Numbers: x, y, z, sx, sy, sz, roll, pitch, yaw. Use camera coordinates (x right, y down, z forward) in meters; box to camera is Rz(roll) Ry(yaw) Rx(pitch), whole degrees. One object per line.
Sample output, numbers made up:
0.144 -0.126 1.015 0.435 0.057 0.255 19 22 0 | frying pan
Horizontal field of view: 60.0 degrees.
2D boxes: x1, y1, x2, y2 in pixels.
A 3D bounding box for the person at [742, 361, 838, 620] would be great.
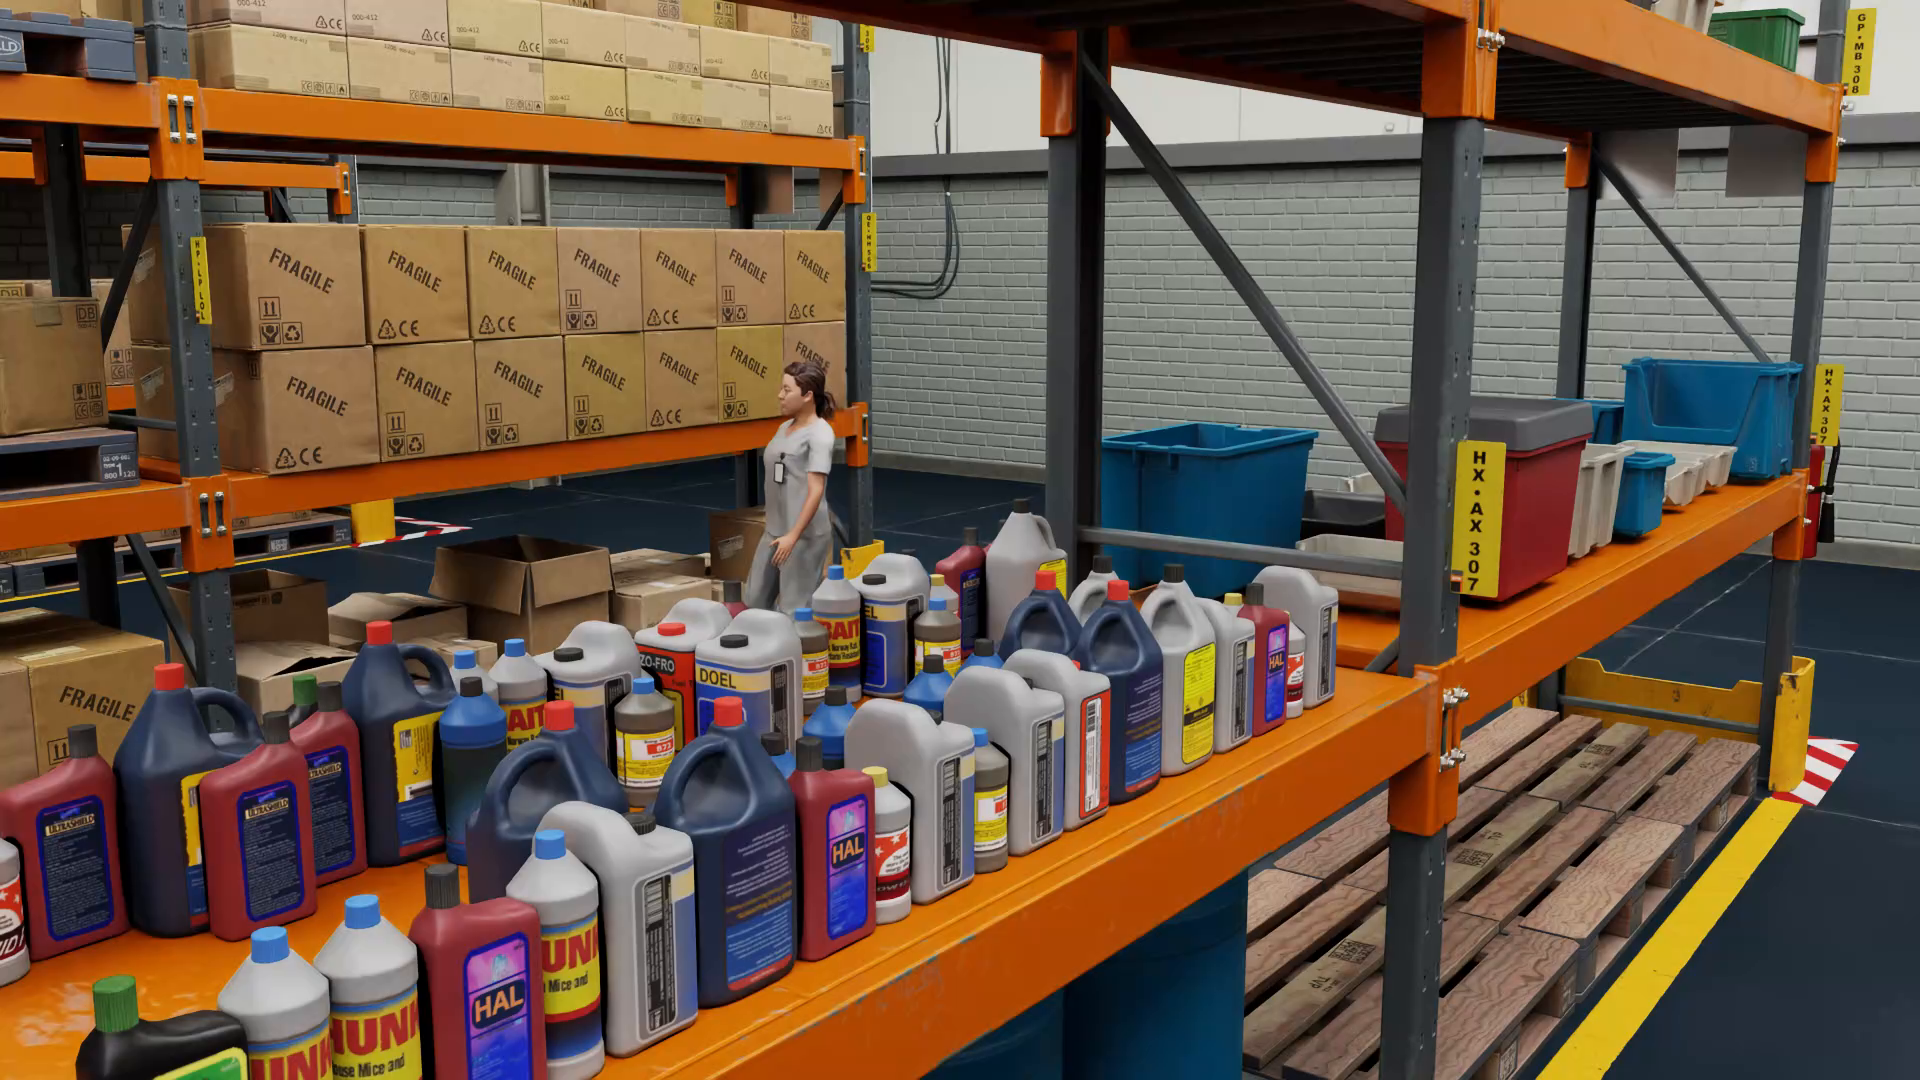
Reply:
-0.807 0.017 7.793 0.529 1.697 0.465 -8 12 -37 | person
